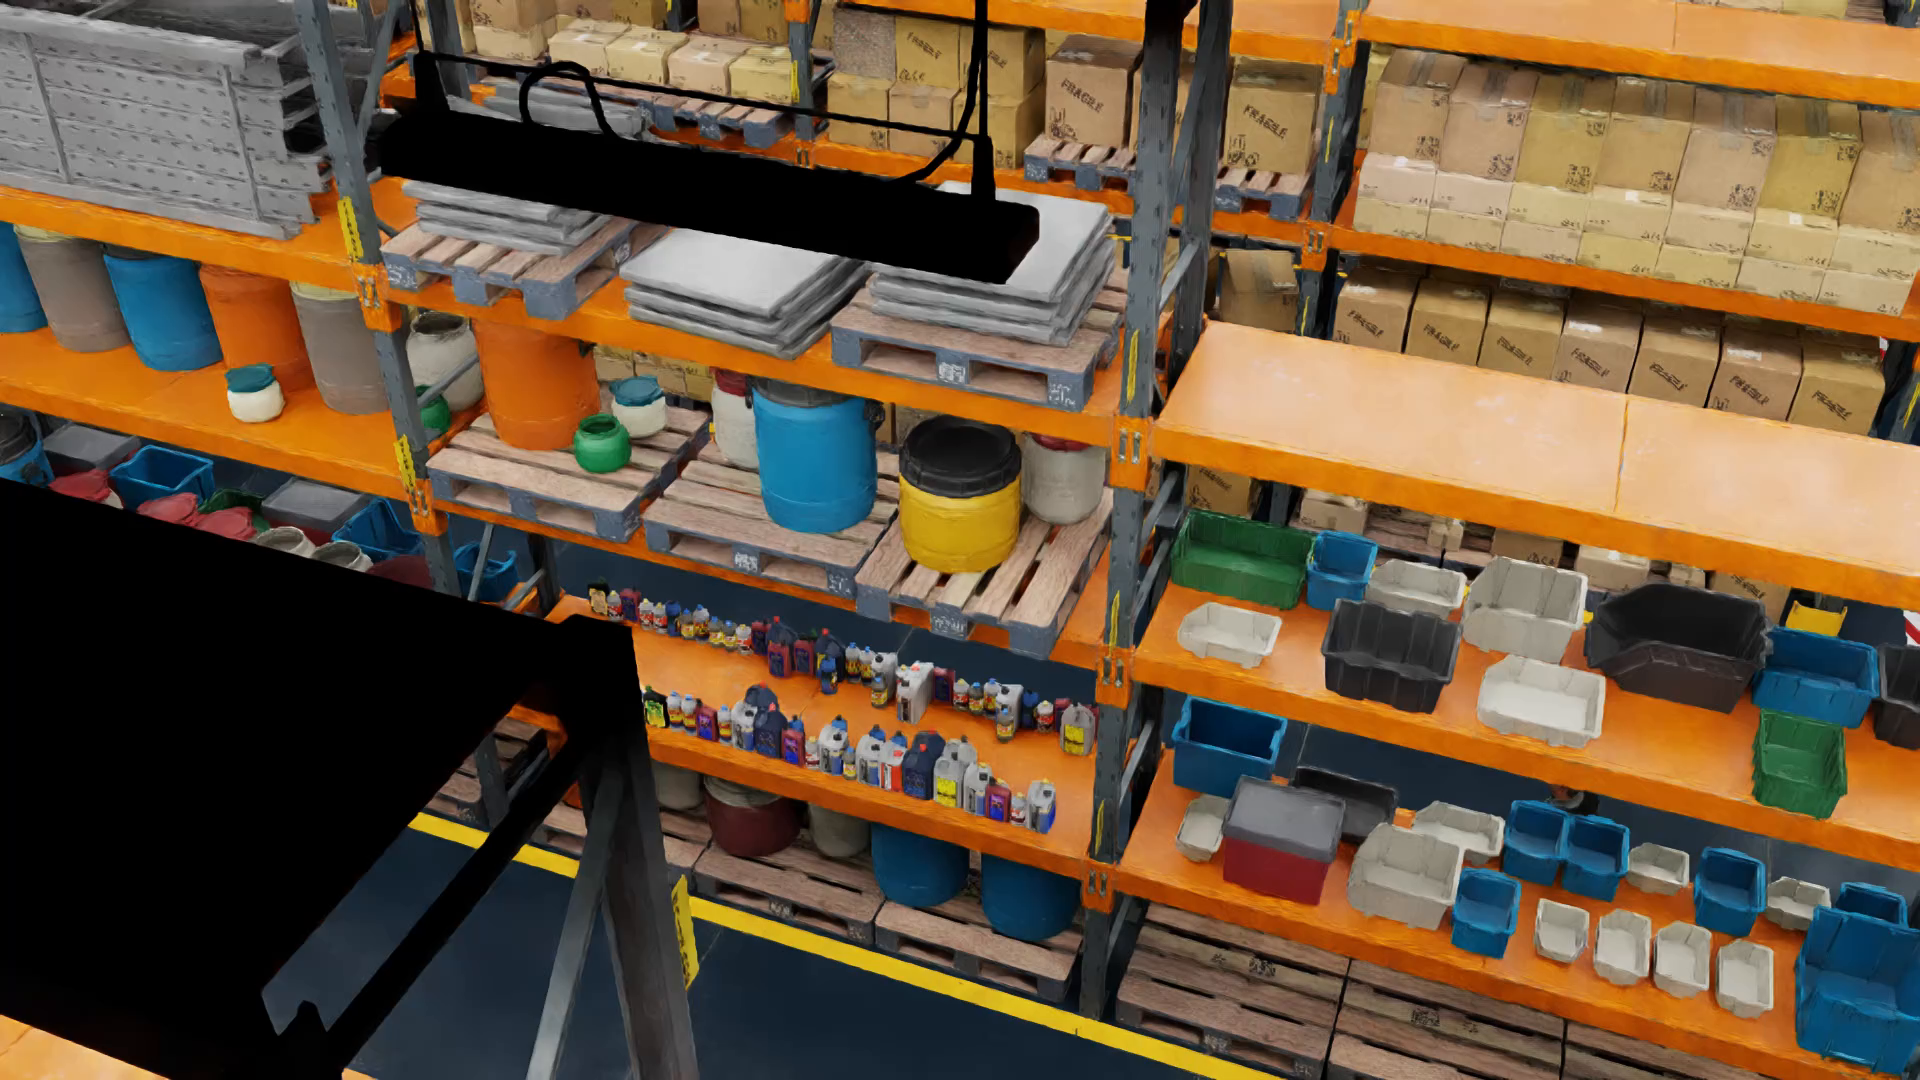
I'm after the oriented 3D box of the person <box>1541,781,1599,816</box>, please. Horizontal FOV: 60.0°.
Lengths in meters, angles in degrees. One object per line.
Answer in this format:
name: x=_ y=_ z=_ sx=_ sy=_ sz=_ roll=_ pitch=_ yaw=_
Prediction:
person: x=3.332 y=1.881 z=9.441 sx=1.033 sy=1.664 sz=0.538 roll=19 pitch=41 yaw=24
